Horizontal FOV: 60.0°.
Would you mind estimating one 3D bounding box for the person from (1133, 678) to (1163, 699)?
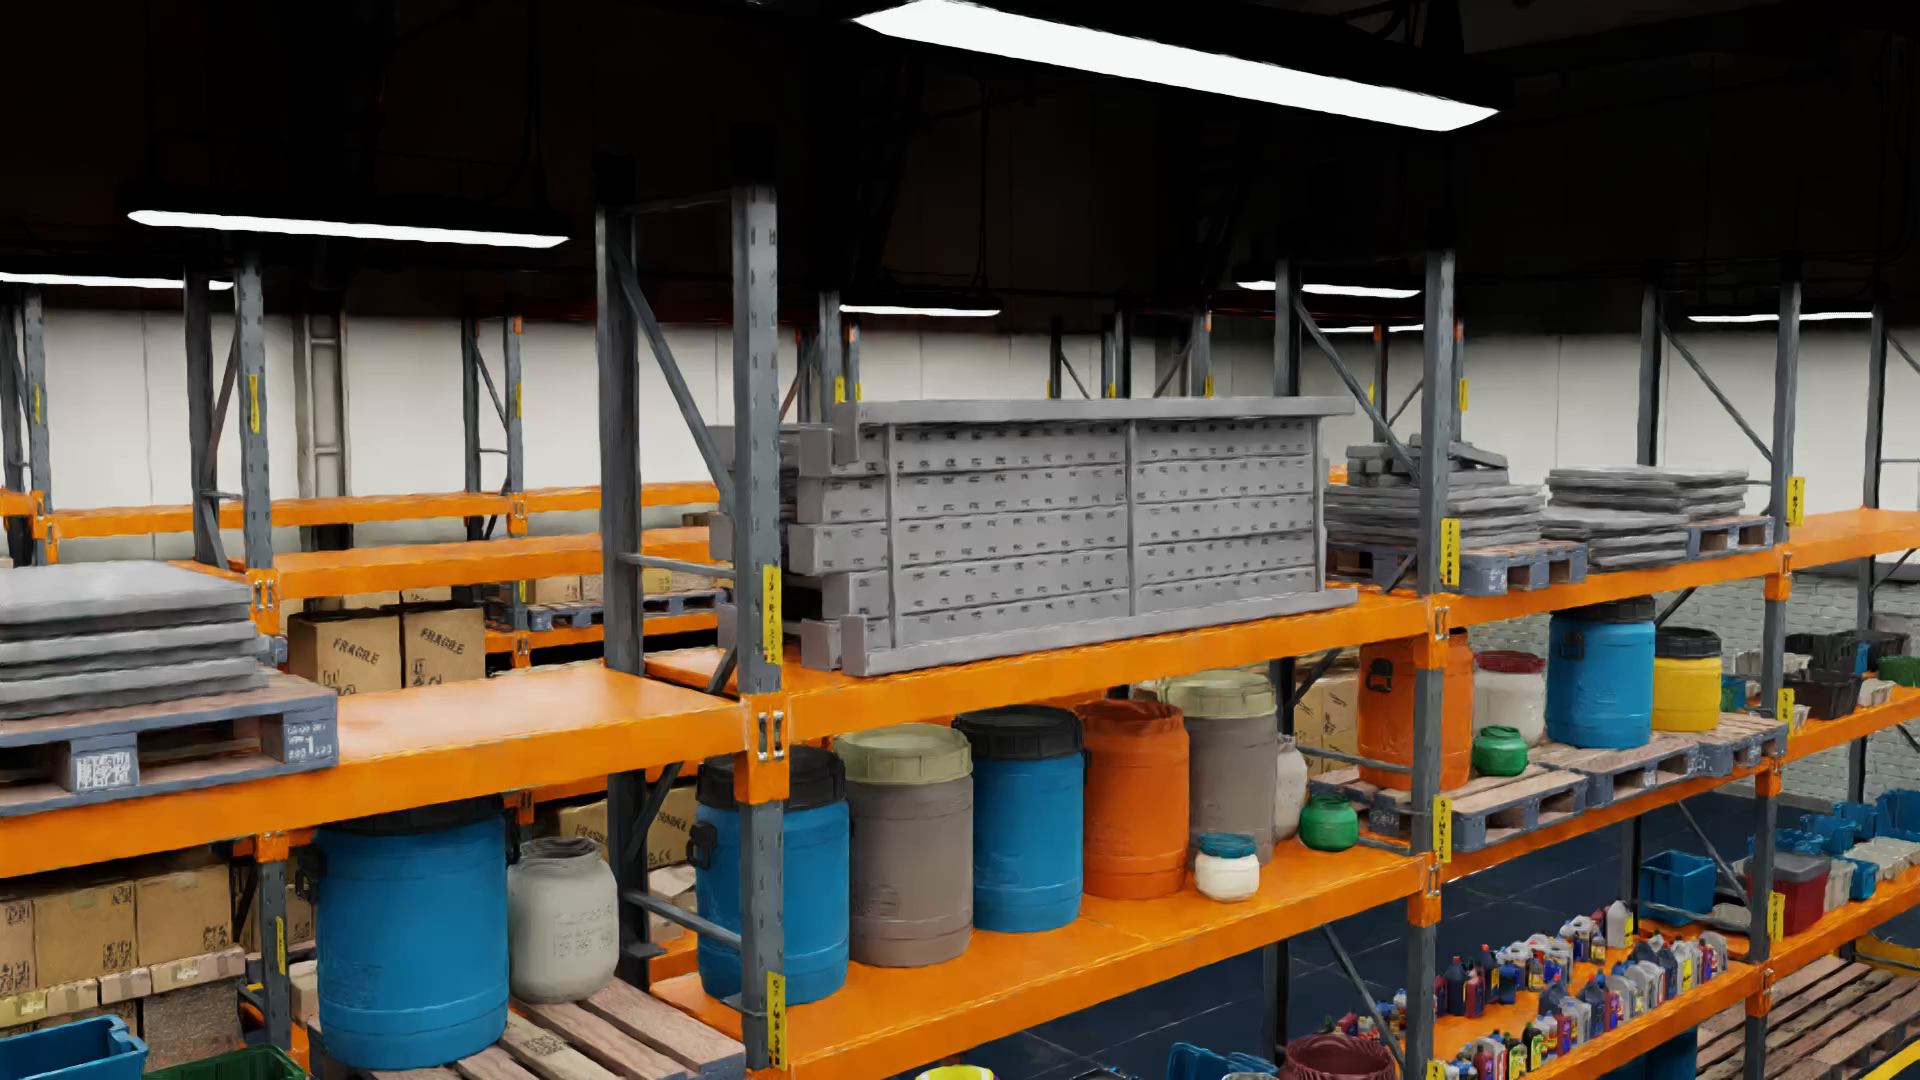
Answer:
[{"bbox_3d":[2.501,2.193,22.025,0.528,1.791,0.514,-2,6,-18],"label":"person"}]

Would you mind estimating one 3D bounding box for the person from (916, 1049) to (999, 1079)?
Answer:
[{"bbox_3d":[-0.027,3.421,8.998,0.640,1.766,0.540,-2,6,-16],"label":"person"}]
